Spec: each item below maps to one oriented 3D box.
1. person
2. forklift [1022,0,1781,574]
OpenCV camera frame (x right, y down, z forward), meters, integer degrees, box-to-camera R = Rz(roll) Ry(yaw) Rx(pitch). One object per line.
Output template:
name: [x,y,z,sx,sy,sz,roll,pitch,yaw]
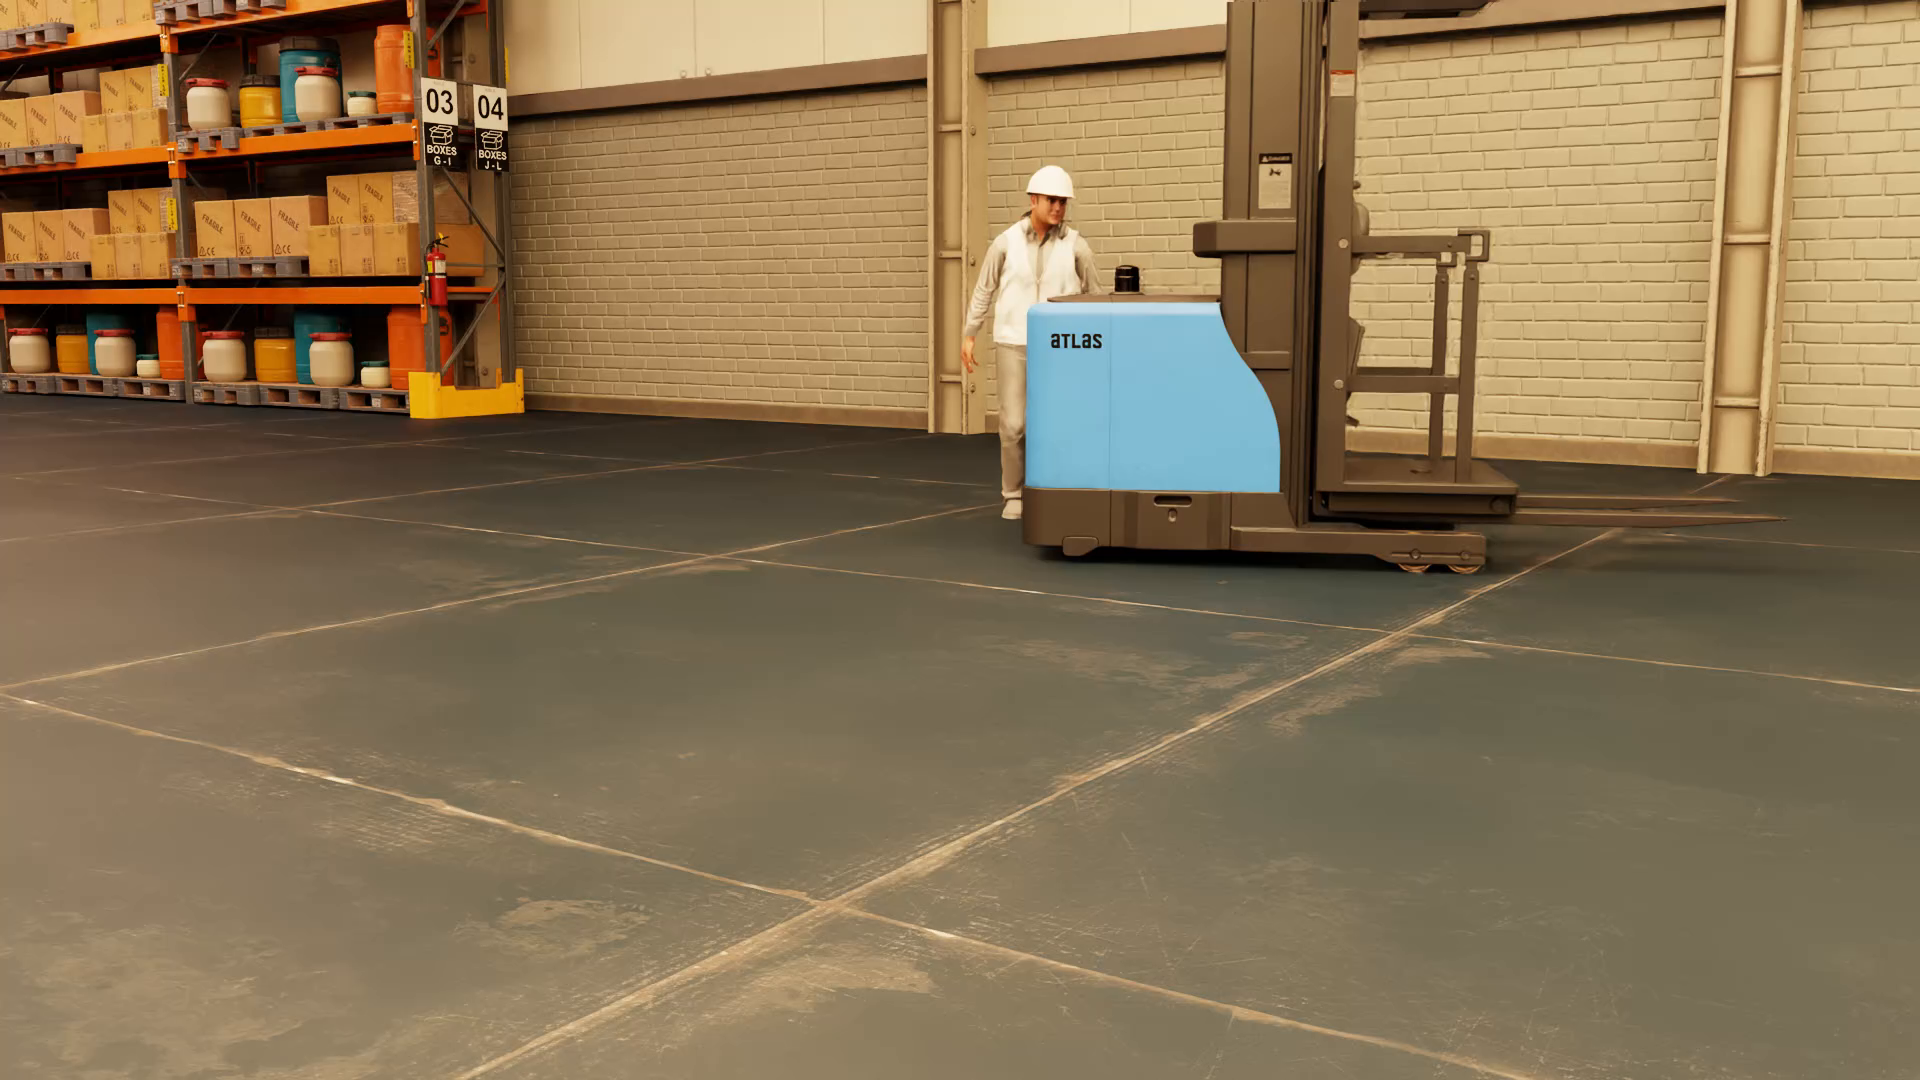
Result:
person: [0.427,-0.970,8.292,0.853,1.745,0.459,0,8,1]
forklift: [1.828,-1.396,7.010,3.031,2.935,1.130,1,8,10]
